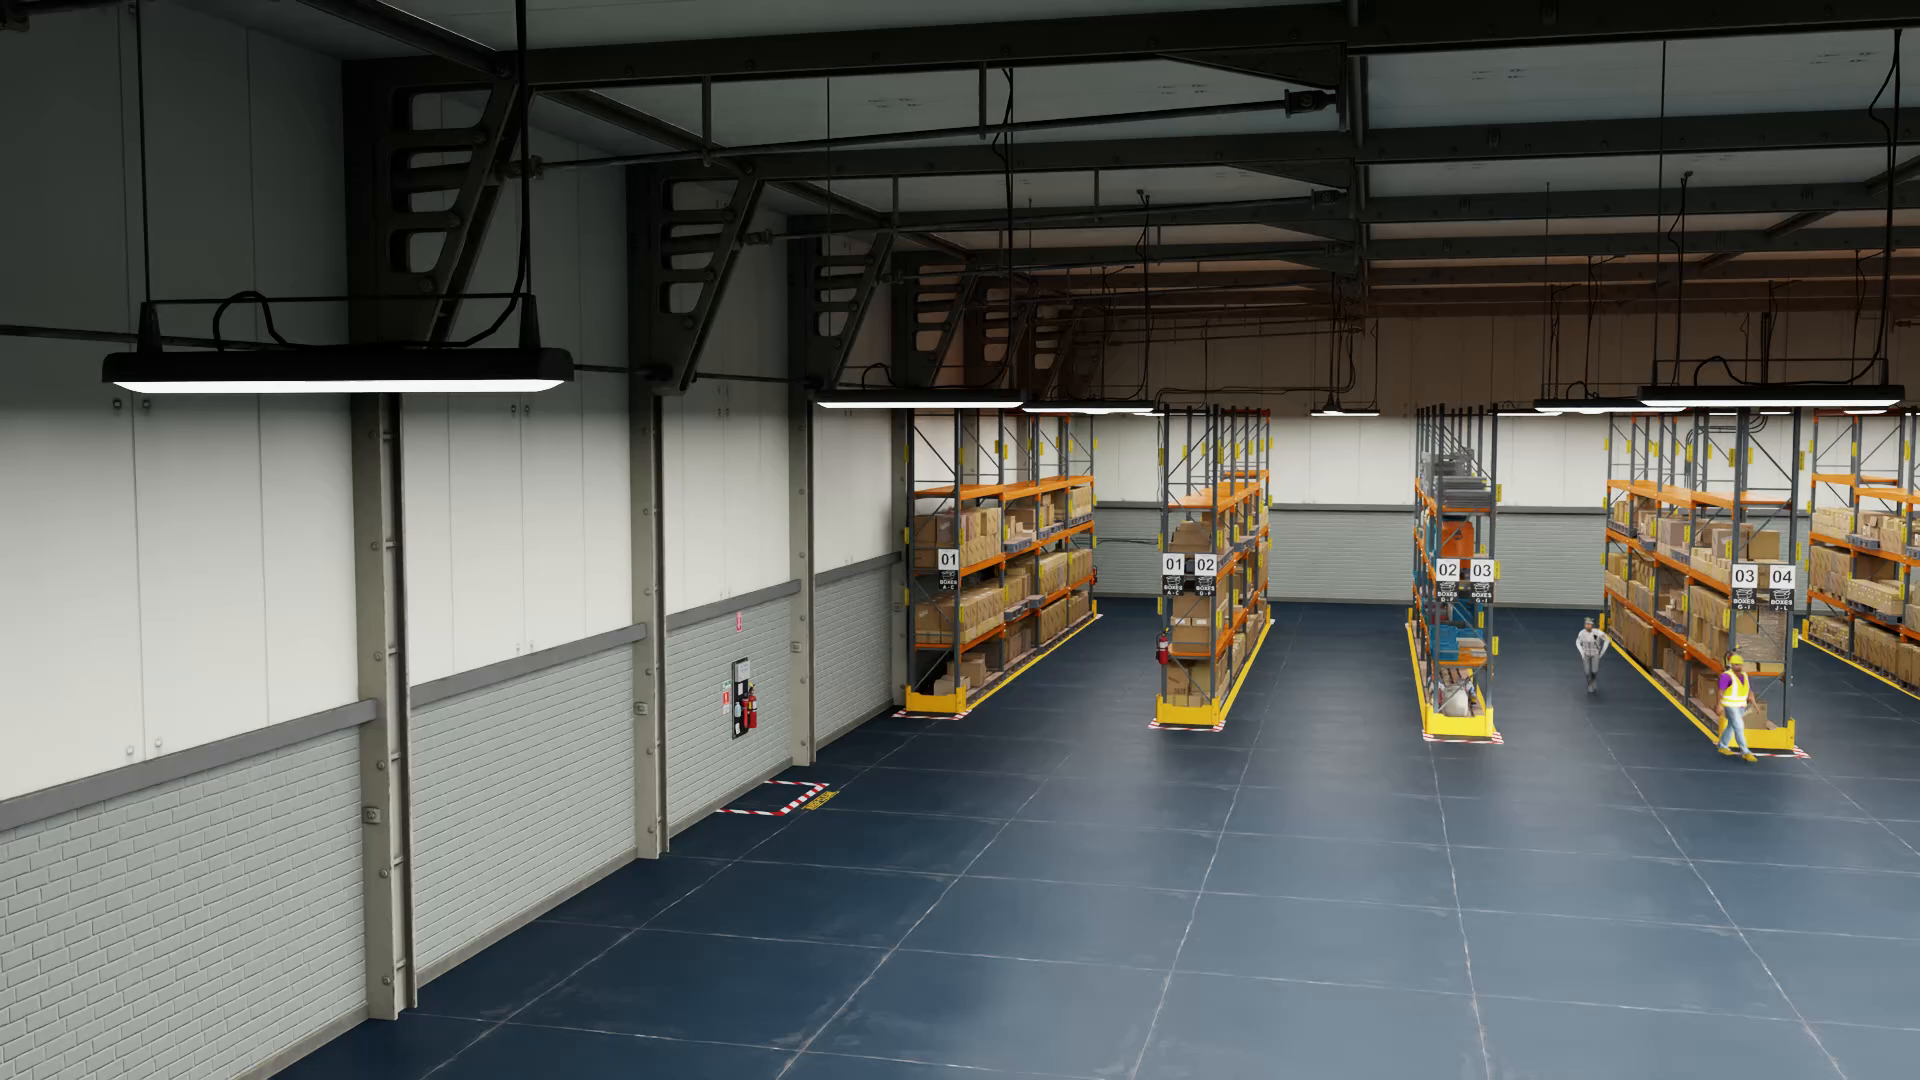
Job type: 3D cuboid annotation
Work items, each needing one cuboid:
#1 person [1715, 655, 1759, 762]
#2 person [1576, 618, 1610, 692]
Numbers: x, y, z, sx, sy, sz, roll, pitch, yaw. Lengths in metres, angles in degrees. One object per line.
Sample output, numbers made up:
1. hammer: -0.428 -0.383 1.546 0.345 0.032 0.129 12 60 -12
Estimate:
1. person: 13.107 2.797 27.937 0.592 1.729 0.903 -2 5 -25
2. person: 13.236 2.398 34.776 0.672 1.597 0.680 2 5 26
